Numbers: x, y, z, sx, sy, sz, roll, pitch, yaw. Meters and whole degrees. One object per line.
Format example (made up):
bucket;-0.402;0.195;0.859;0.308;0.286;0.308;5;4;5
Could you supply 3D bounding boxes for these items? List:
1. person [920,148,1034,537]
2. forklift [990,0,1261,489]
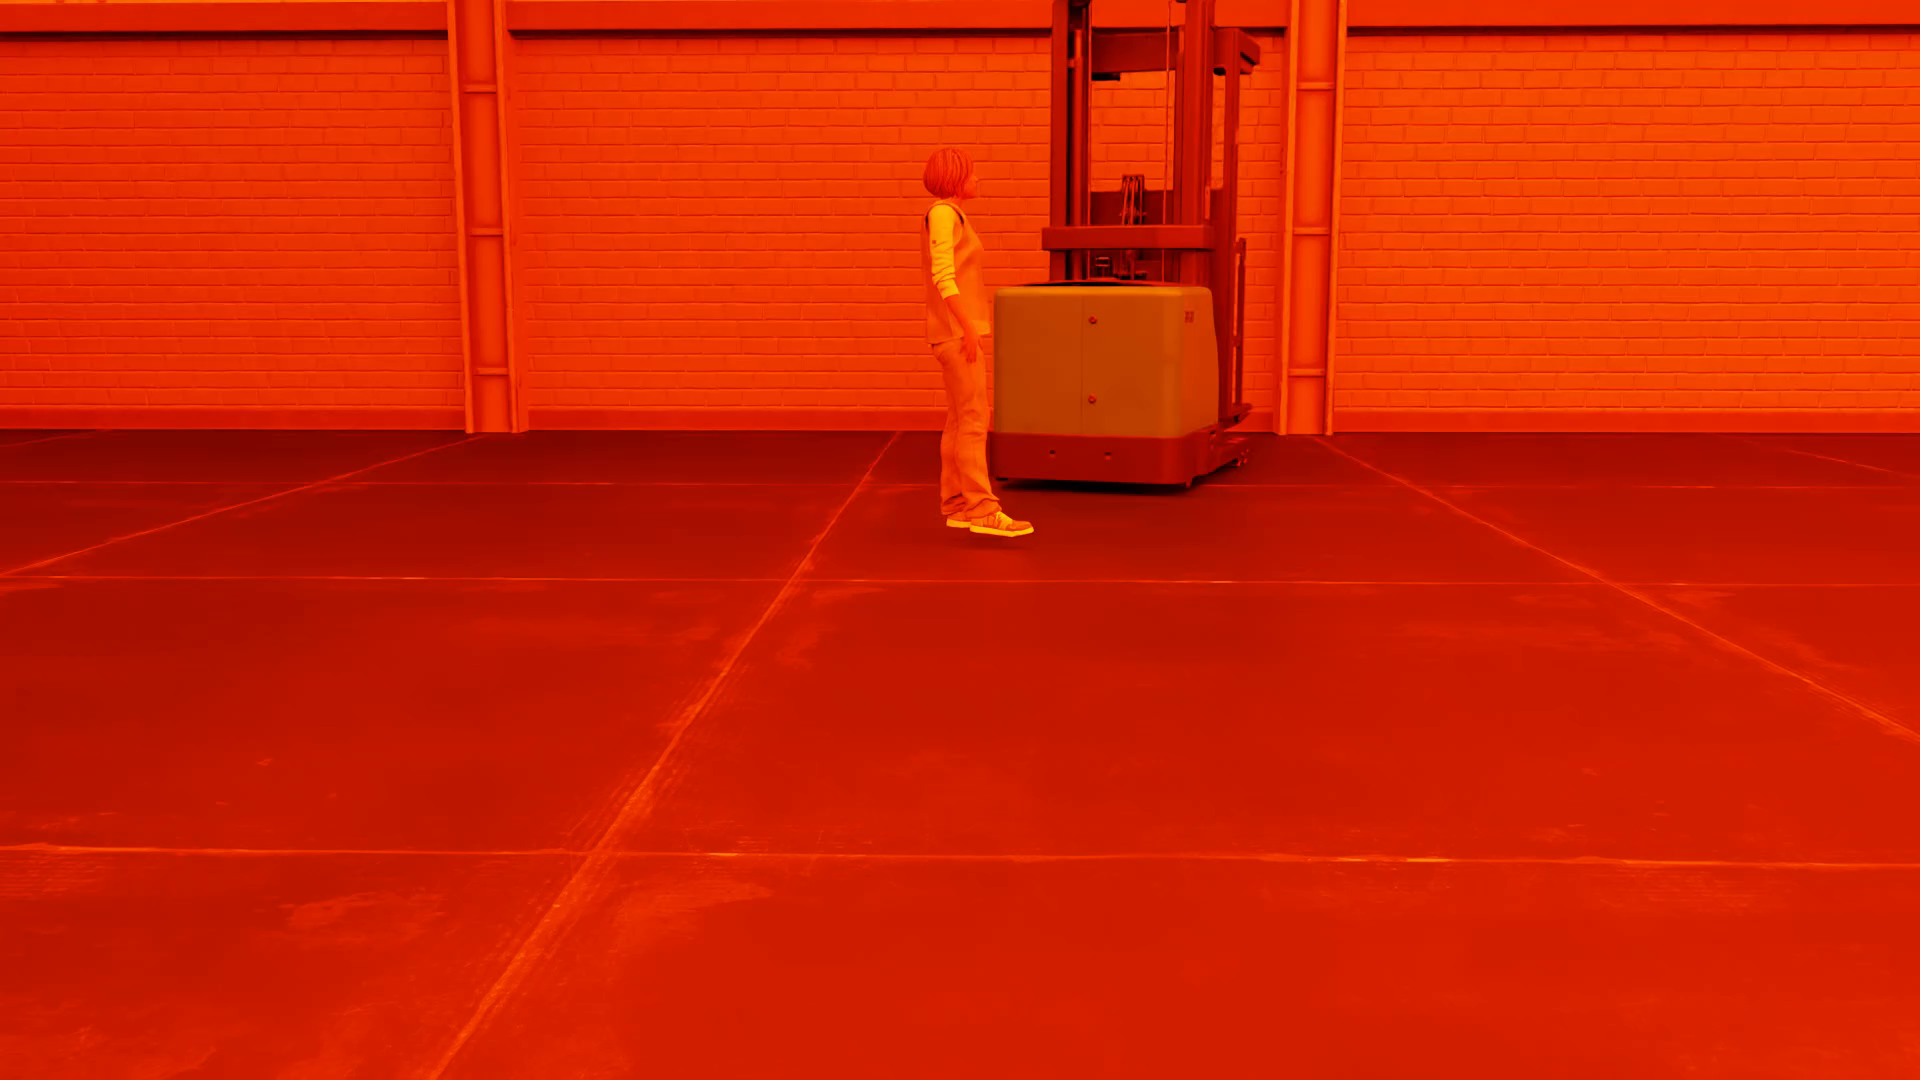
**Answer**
person;0.074;-0.835;6.983;0.472;1.599;0.520;0;9;1
forklift;1.139;-1.900;9.860;1.130;2.935;3.031;3;9;20
